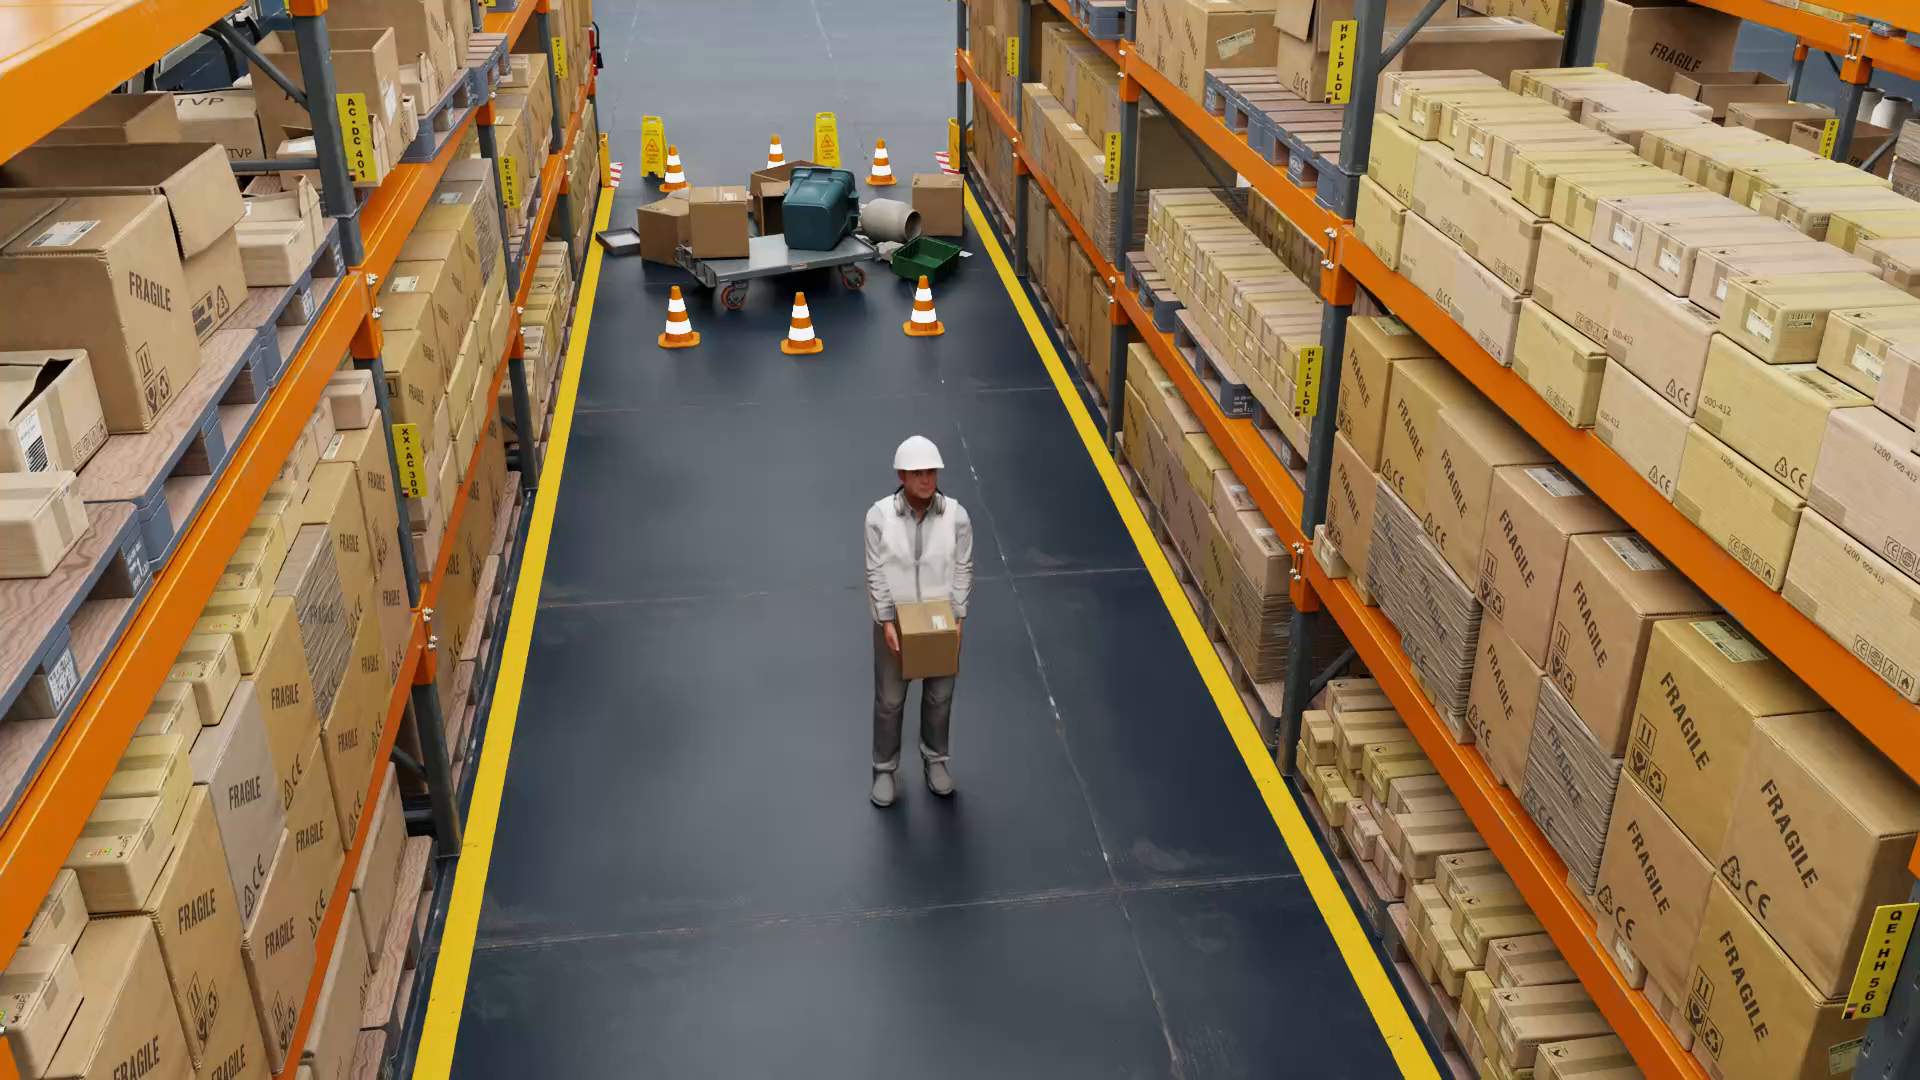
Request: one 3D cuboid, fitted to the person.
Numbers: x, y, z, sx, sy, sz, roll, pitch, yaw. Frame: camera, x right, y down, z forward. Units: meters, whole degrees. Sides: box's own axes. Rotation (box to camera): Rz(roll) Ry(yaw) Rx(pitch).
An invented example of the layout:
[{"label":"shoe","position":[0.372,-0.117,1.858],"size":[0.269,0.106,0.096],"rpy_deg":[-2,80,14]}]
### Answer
[{"label":"person","position":[-0.191,0.399,7.802],"size":[0.527,1.773,0.533],"rpy_deg":[-4,27,-7]}]
